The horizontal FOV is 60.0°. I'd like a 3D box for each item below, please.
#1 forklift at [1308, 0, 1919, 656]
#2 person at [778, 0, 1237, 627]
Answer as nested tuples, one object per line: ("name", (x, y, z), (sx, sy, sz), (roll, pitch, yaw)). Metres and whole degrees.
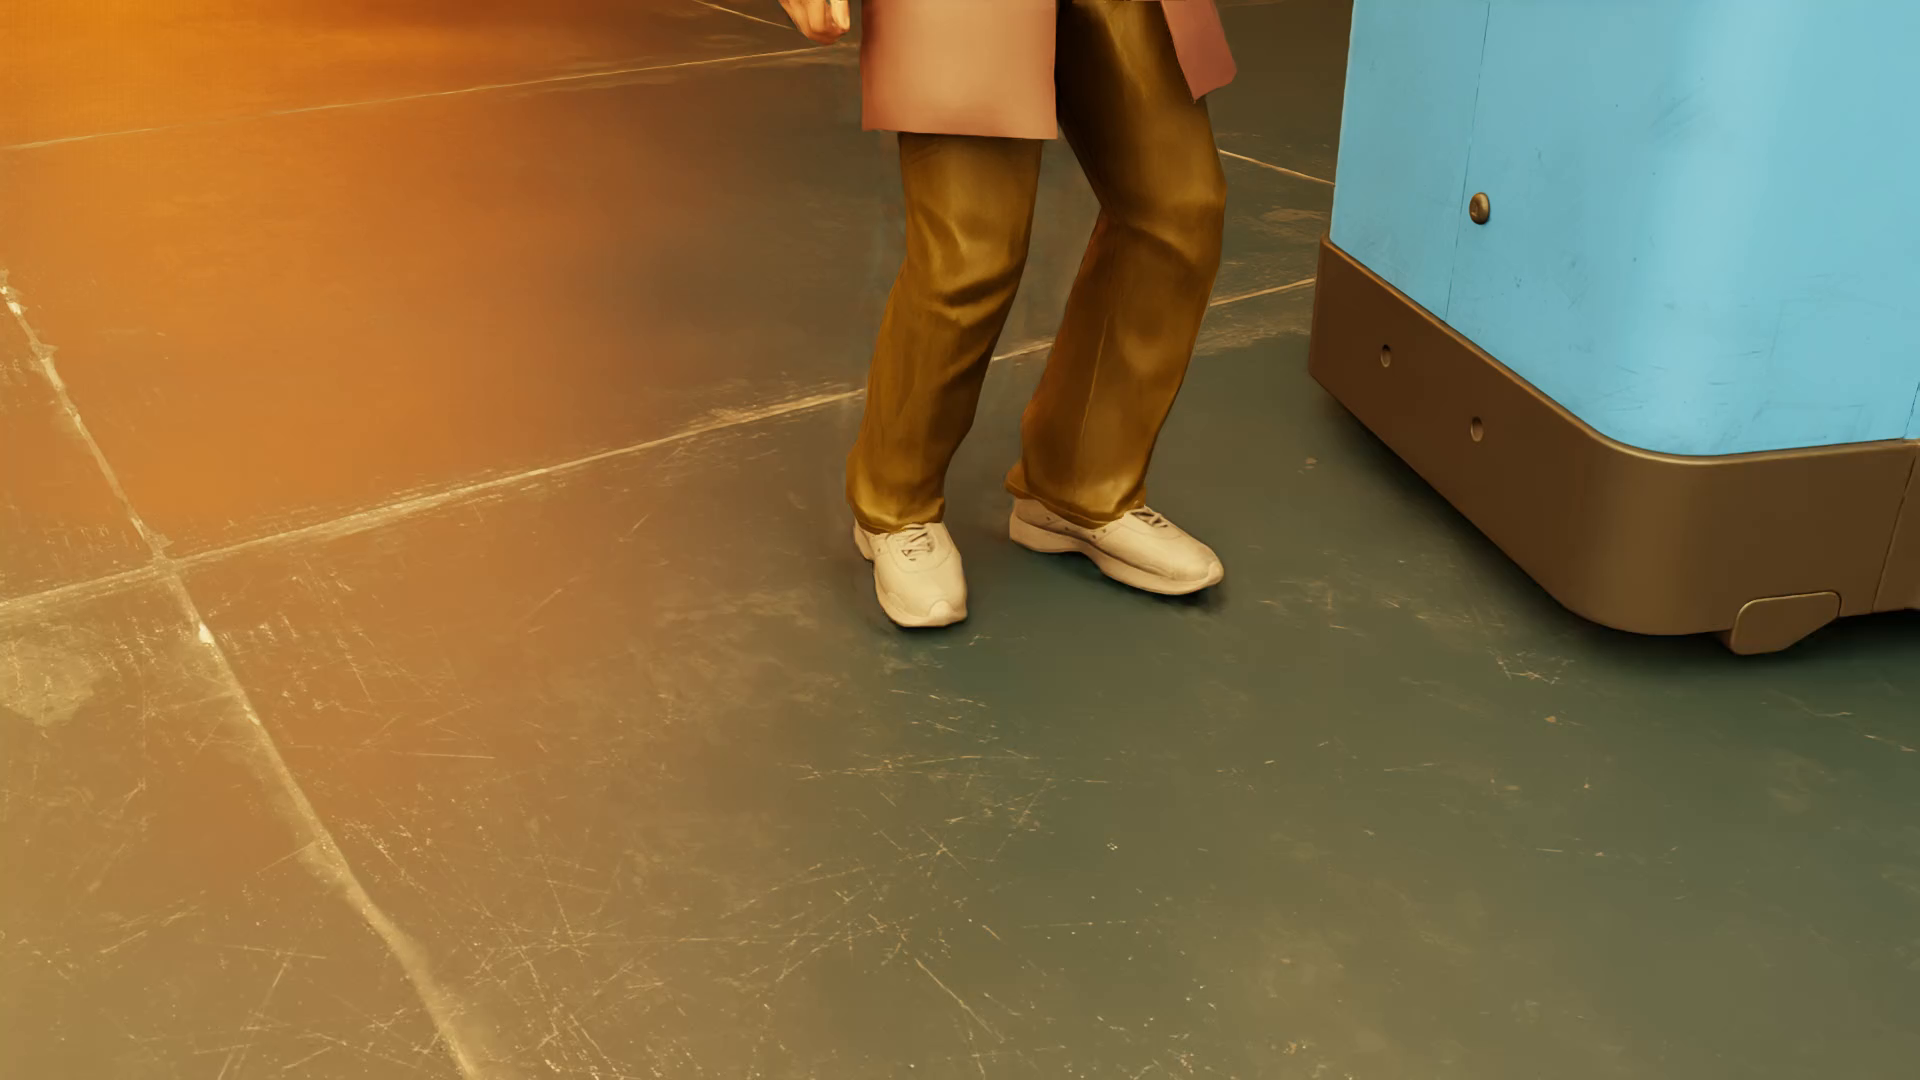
("forklift", (2.183, -1.482, 2.186), (3.031, 2.935, 1.130), (-5, 27, -10))
("person", (0.105, -0.741, 2.038), (0.735, 1.754, 0.517), (-20, 33, -34))
